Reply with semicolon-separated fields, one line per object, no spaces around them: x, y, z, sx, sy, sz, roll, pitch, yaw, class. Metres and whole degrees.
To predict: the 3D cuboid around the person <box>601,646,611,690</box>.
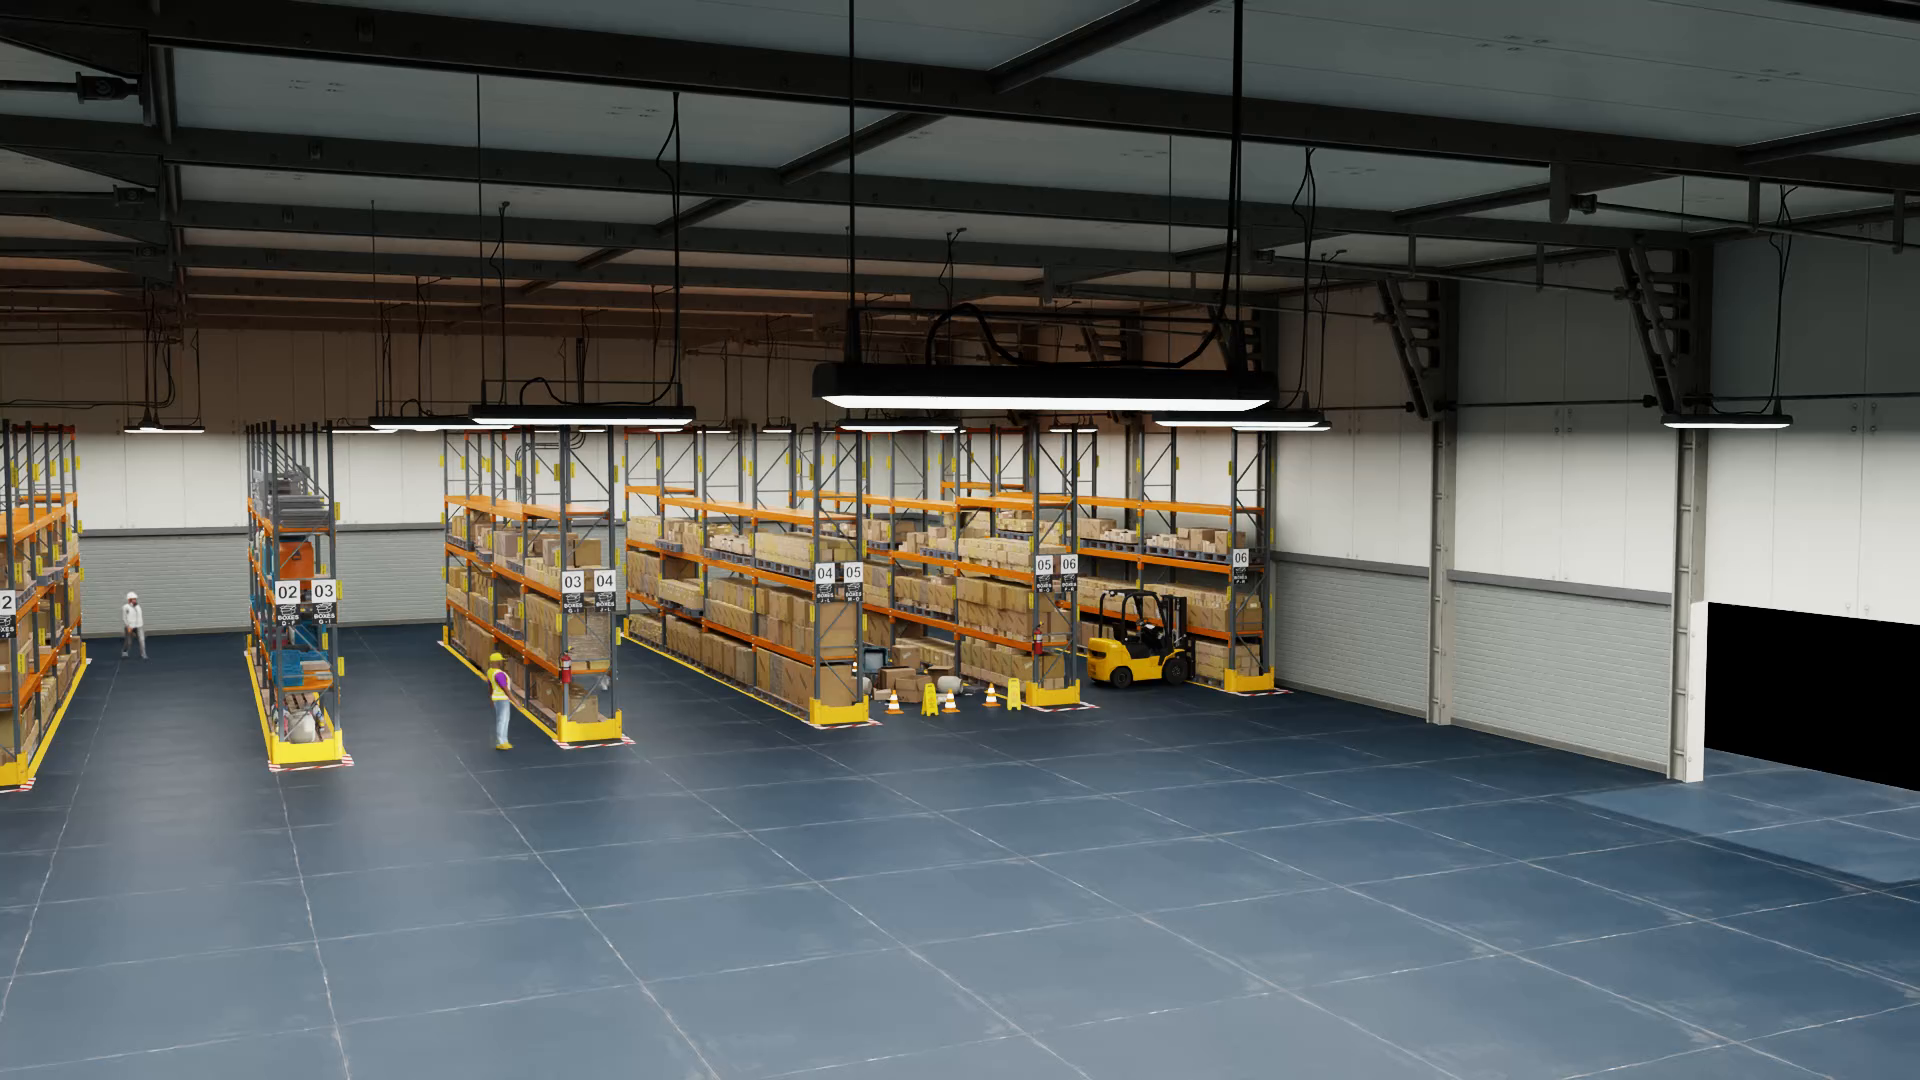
-8.075;2.580;37.714;0.490;1.544;0.876;-1;4;-23;person

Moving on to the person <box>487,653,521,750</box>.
-8.335;2.954;30.428;0.646;1.793;0.612;0;4;-7;person

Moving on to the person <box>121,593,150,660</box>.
-21.145;2.210;42.529;0.991;1.734;0.549;3;5;44;person
